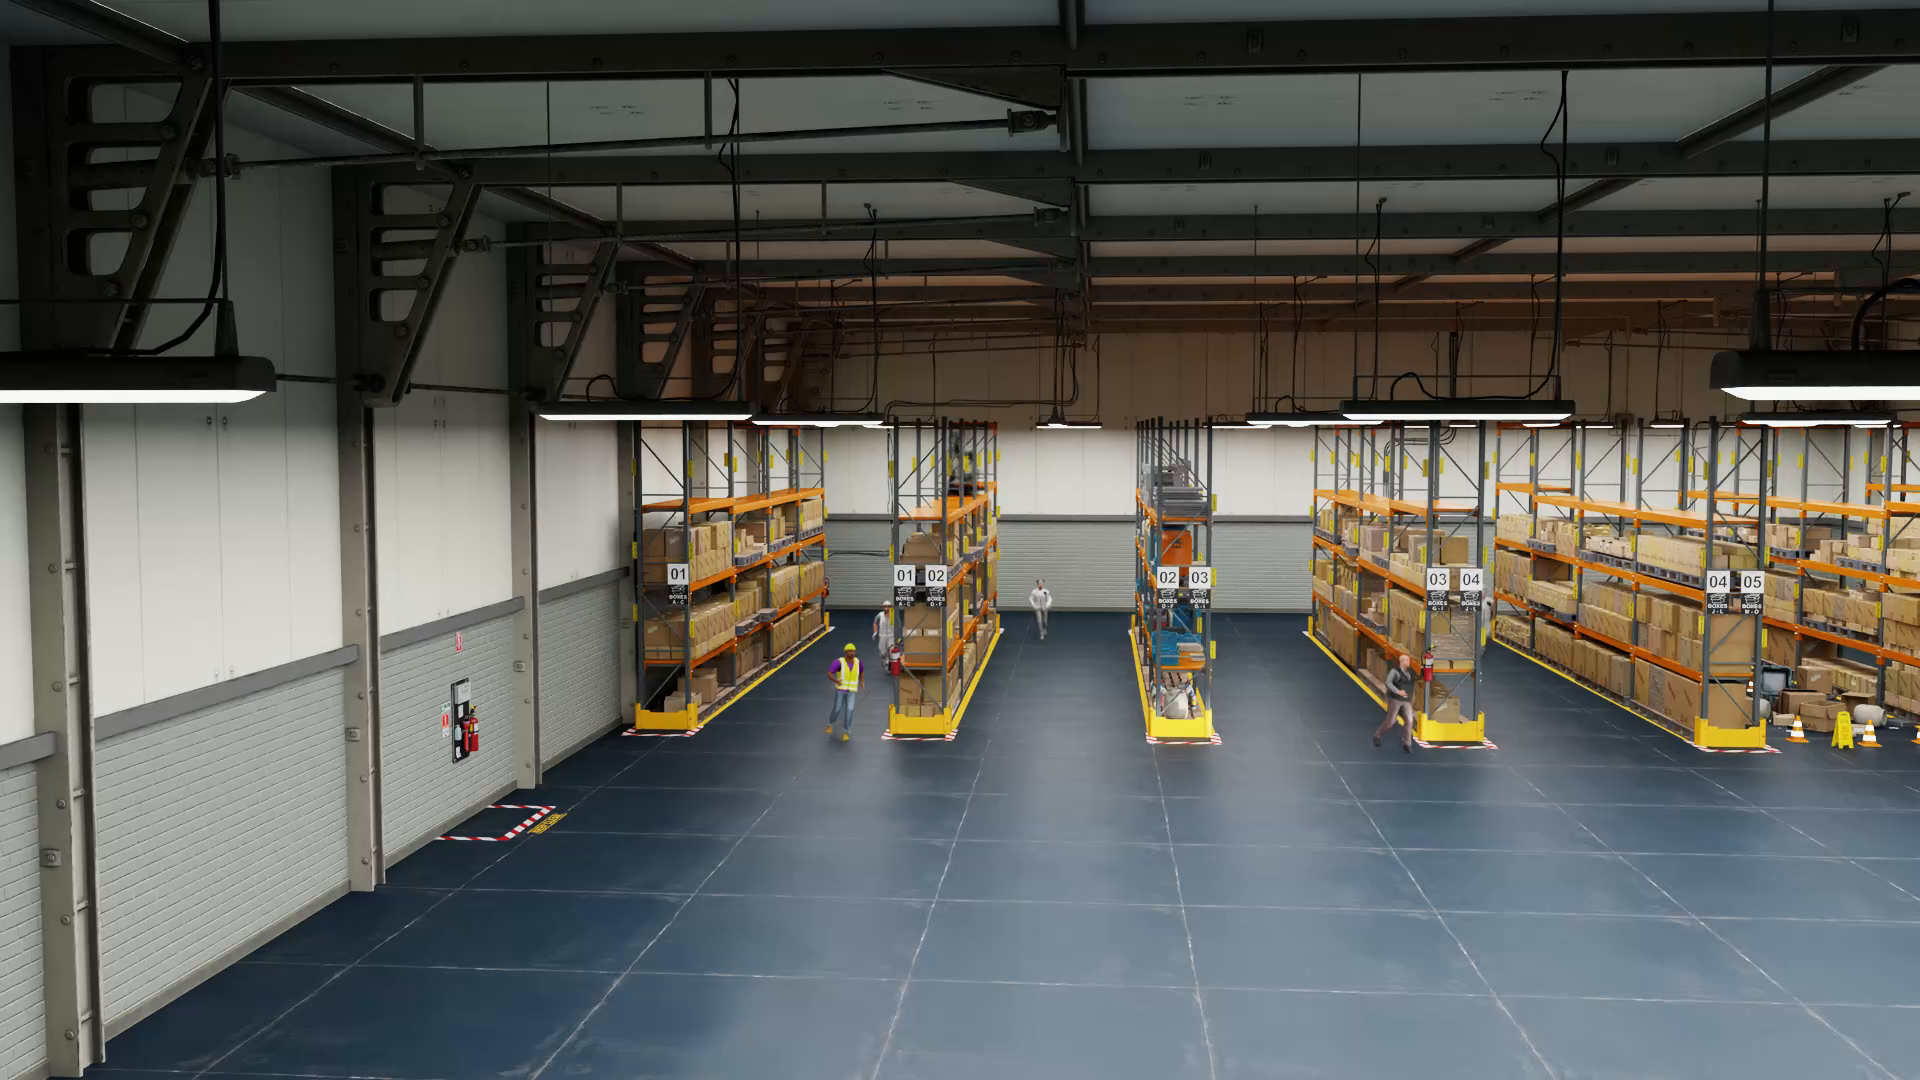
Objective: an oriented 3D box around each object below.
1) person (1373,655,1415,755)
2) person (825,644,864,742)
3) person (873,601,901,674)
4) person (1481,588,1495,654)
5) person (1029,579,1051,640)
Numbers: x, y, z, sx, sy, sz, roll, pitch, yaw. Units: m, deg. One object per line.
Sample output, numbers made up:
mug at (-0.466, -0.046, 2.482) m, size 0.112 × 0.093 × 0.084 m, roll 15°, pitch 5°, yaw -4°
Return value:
person at (7.928, 2.918, 29.823) m, size 0.731 × 1.720 × 0.912 m, roll -2°, pitch 4°, yaw -24°
person at (-2.105, 2.816, 31.019) m, size 0.758 × 1.766 × 0.915 m, roll -1°, pitch 4°, yaw -17°
person at (-1.728, 2.295, 39.275) m, size 0.663 × 1.731 × 0.633 m, roll 0°, pitch 4°, yaw -1°
person at (13.381, 2.068, 42.506) m, size 0.705 × 1.726 × 0.756 m, roll 0°, pitch 4°, yaw 3°
person at (2.218, 1.898, 45.997) m, size 0.631 × 1.673 × 0.549 m, roll 0°, pitch 4°, yaw -1°
